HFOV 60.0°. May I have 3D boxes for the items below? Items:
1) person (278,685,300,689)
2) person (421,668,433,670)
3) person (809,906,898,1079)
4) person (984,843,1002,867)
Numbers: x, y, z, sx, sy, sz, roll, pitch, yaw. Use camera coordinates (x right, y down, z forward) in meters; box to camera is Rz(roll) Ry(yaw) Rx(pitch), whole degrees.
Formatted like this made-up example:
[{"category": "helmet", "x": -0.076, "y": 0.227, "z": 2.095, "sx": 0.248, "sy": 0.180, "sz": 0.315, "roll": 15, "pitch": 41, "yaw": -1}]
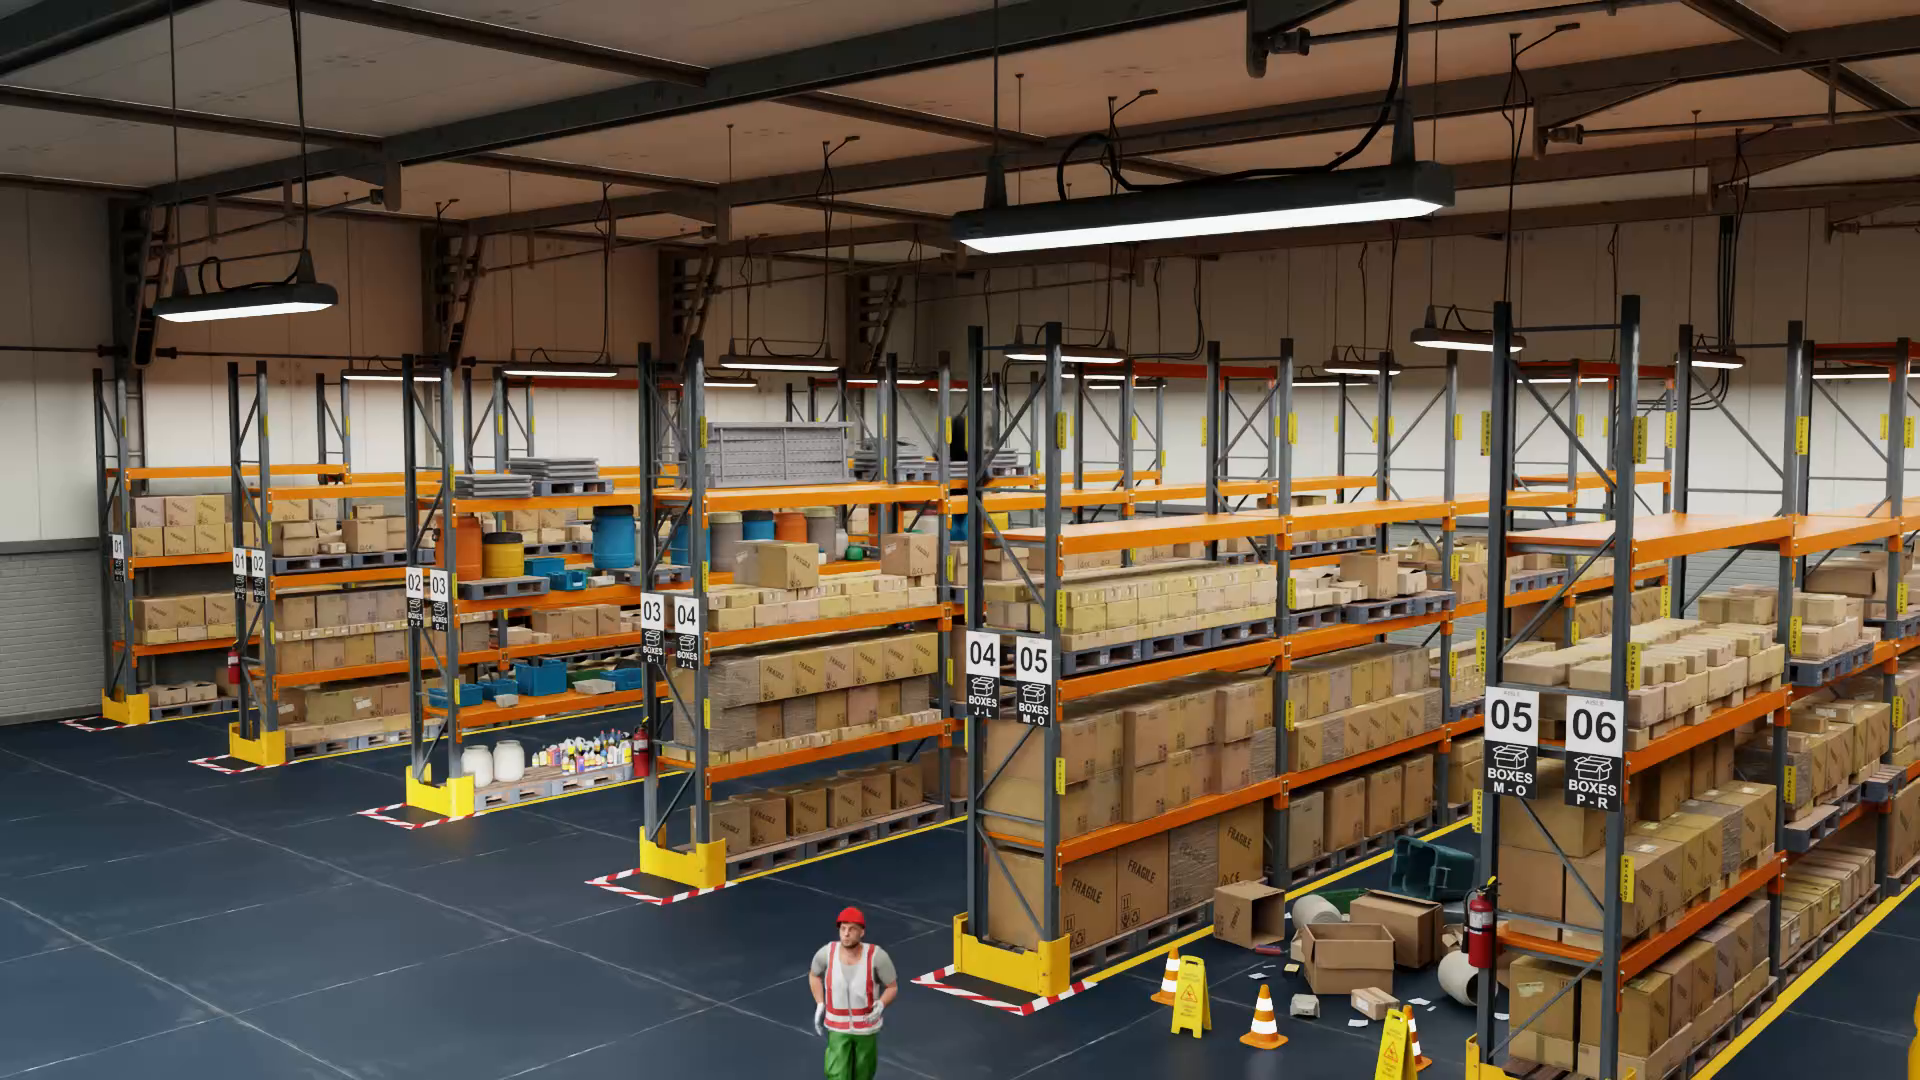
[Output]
[{"category": "person", "x": -10.882, "y": 2.308, "z": 27.077, "sx": 0.658, "sy": 1.738, "sz": 0.600, "roll": 2, "pitch": 5, "yaw": 28}, {"category": "person", "x": -9.302, "y": 2.207, "z": 28.712, "sx": 0.640, "sy": 1.705, "sz": 0.645, "roll": 3, "pitch": 5, "yaw": 36}, {"category": "person", "x": -0.746, "y": 3.428, "z": 11.578, "sx": 0.631, "sy": 1.748, "sz": 0.612, "roll": 0, "pitch": 4, "yaw": -2}, {"category": "person", "x": 0.472, "y": 3.040, "z": 17.838, "sx": 0.593, "sy": 1.638, "sz": 0.538, "roll": 3, "pitch": 5, "yaw": 37}]
